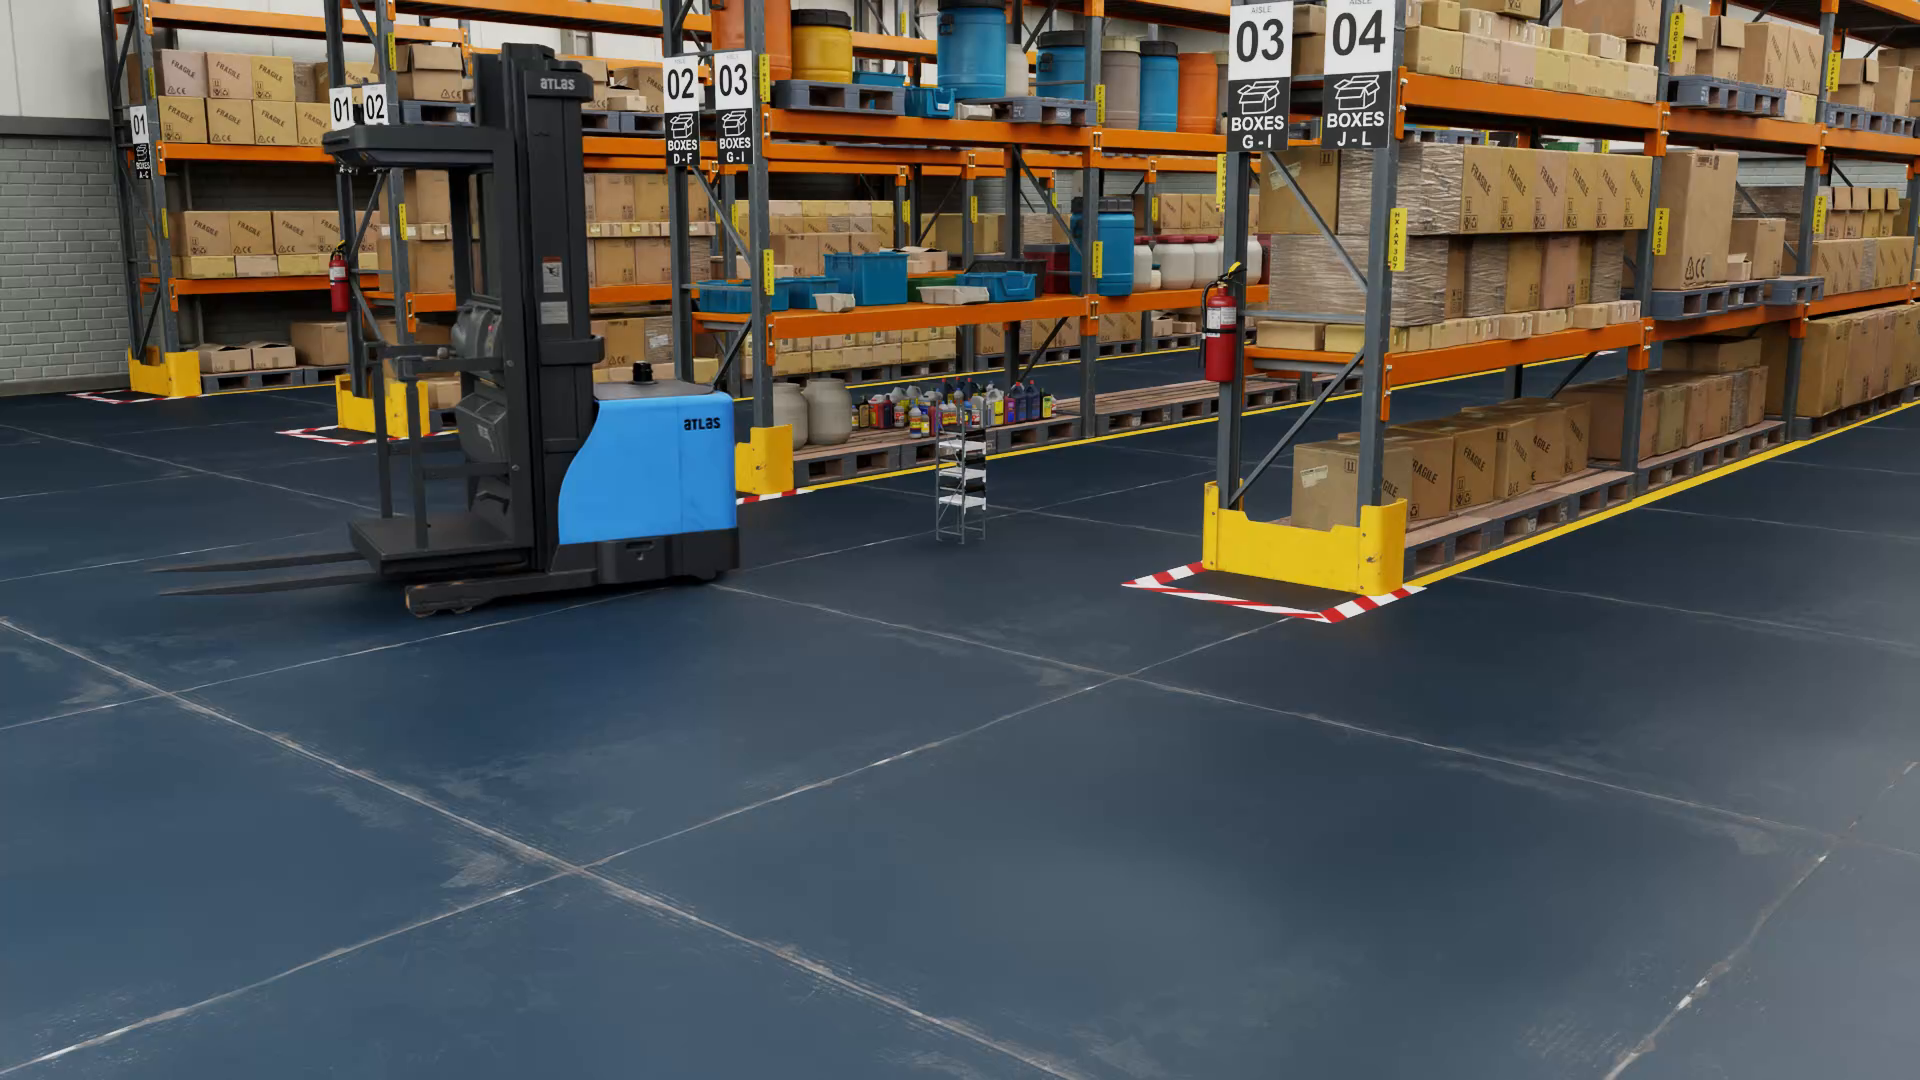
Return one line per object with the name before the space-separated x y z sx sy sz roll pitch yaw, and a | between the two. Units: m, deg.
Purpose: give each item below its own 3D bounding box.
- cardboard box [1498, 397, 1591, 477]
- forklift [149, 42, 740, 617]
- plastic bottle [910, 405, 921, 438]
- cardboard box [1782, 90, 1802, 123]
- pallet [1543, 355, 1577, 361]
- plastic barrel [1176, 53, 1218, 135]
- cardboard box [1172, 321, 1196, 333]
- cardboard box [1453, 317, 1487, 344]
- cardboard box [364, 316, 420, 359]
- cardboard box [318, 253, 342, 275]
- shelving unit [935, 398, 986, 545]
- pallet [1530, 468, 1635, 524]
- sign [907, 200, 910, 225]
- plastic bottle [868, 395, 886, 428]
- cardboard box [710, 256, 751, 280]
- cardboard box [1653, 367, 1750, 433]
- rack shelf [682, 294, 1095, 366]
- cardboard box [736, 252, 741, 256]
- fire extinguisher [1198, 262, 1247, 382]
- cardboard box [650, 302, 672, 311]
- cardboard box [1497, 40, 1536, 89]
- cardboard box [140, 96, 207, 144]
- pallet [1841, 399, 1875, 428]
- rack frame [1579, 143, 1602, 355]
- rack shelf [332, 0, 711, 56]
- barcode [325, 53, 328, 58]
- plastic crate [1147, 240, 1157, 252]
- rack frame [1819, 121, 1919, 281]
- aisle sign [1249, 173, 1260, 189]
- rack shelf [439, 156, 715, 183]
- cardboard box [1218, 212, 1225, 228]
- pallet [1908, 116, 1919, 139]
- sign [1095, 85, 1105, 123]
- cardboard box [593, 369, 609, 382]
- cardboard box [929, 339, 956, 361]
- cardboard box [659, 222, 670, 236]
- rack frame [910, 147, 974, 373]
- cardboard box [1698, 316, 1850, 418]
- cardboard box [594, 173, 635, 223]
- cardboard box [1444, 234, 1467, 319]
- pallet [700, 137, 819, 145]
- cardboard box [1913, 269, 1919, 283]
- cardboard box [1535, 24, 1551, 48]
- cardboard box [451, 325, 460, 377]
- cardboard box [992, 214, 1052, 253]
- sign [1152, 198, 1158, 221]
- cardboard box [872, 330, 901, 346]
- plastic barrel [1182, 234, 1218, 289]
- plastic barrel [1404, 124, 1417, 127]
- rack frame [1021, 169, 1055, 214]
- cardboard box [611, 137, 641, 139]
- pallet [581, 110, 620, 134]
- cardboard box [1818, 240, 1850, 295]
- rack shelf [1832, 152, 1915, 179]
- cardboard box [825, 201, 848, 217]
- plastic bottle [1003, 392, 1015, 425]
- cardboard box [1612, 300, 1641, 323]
cardboard box | 4.265 -0.761 12.172 0.500 0.500 0.500 9 15 39
forklift | -2.807 -1.151 8.993 3.031 2.935 1.130 -6 13 -28
plastic bottle | -0.371 -0.991 13.855 0.097 0.271 0.097 0 11 0
cardboard box | 6.752 -3.644 14.021 0.500 0.250 0.500 10 15 40
pallet | 8.186 -2.757 23.974 1.003 0.211 1.213 10 15 40
plastic barrel | 2.342 -4.556 17.108 0.600 0.830 0.708 10 15 40
cardboard box | 3.404 -3.281 25.593 0.380 0.166 0.250 10 15 40
cardboard box | 2.961 -1.278 10.094 0.380 0.149 0.250 10 15 40
cardboard box | -7.259 -2.588 21.268 0.500 0.500 0.500 8 14 36
cardboard box | -7.675 -3.361 20.211 0.500 0.250 0.500 10 15 41
shelving unit | 0.005 -0.442 10.629 0.258 0.900 0.210 10 15 40
pallet | 4.142 -0.364 11.993 1.003 0.211 1.213 10 15 40
sign | -0.654 -4.302 21.838 0.100 0.325 0.005 10 15 40
plastic bottle | -0.732 -1.127 14.525 0.152 0.276 0.135 10 15 41
cardboard box | -2.588 -3.120 19.058 0.500 0.250 0.500 11 16 44
cardboard box | 6.415 -1.228 14.462 0.700 0.500 0.500 8 14 36
rack shelf | -0.482 -1.828 14.041 1.077 0.370 4.000 10 15 40
cardboard box | -3.399 -4.285 25.098 0.380 0.149 0.250 10 15 41
fire extinguisher | 1.497 -1.251 9.512 0.296 0.674 0.183 10 15 40
cardboard box | -4.399 -3.221 24.441 0.700 0.500 0.500 10 15 41
cardboard box | 3.096 -2.830 9.946 0.500 0.250 0.500 10 15 40
cardboard box | -8.836 -4.714 18.689 0.500 0.500 0.500 10 15 42
pallet | 8.582 -1.340 16.883 1.003 0.211 1.213 10 15 40
rack frame | 8.759 -4.240 24.283 1.000 3.000 0.127 10 15 40
rack shelf | -4.200 -5.215 16.701 1.077 0.370 4.000 10 15 40
barcode | -7.844 -6.009 20.631 0.001 0.075 0.075 10 15 40
plastic crate | 2.182 -2.897 17.391 0.402 0.464 0.583 10 15 40
rack frame | 9.840 -3.011 18.130 1.000 3.000 0.127 10 15 40
aisle sign | 4.866 -6.204 27.478 0.394 0.787 0.004 10 15 40
rack shelf | -5.284 -5.168 23.106 1.077 0.370 4.000 10 15 40
cardboard box | 3.943 -5.093 25.743 0.500 0.500 0.500 10 15 42
pallet | 10.387 -4.558 18.441 1.003 0.211 1.213 10 15 40
sign | 1.244 -3.877 14.785 0.100 0.325 0.005 10 15 40
cardboard box | -4.008 -1.655 17.289 0.500 0.250 0.500 10 15 40
cardboard box | -0.404 -2.453 21.282 0.500 0.250 0.500 10 15 42
cardboard box | -3.234 -3.340 17.865 0.380 0.149 0.250 9 15 39
rack frame | -0.240 -3.704 21.599 1.000 3.000 0.127 10 15 40
cardboard box | 7.670 -1.686 15.846 1.225 0.875 0.875 9 14 38
cardboard box | -3.832 -3.587 17.443 0.700 0.500 0.500 10 15 40
cardboard box | 2.542 -1.607 10.085 0.875 0.500 0.500 10 15 40
pallet | -2.308 -4.624 19.036 0.805 0.209 1.217 9 14 38
cardboard box | 10.285 -2.889 18.157 0.380 0.149 0.250 10 15 40
cardboard box | 3.451 -3.119 10.377 0.380 0.149 0.250 9 14 38
cardboard box | -4.671 -1.877 16.481 0.500 0.500 0.500 10 15 40
cardboard box | 0.838 -4.176 22.635 0.500 0.500 0.700 -9 14 -37
sign | 2.820 -4.789 24.076 0.100 0.325 0.005 10 15 40
cardboard box | -1.074 -2.577 20.470 0.500 0.311 0.500 10 15 40
plastic barrel | 2.404 -2.825 16.852 0.433 0.535 0.433 0 11 0
plastic barrel | 5.107 -5.304 19.596 0.600 0.901 0.708 10 15 40
rack frame | 1.318 -5.521 30.696 1.000 3.000 0.127 10 15 40
cardboard box | -4.889 -5.697 23.602 0.637 0.503 0.797 -10 15 -40
pallet | -4.229 -4.236 16.828 1.003 0.211 1.213 10 15 40
cardboard box | 8.063 -2.584 15.737 0.500 0.500 0.500 9 15 39
rack shelf | 11.160 -4.424 19.380 1.077 0.370 4.000 10 15 40
cardboard box | -2.120 -5.254 26.379 0.500 0.250 0.500 10 15 41
plastic bottle | 0.427 -1.169 14.717 0.133 0.283 0.061 -11 16 -44
cardboard box | 4.638 -1.642 11.913 0.380 0.149 0.250 10 15 40
